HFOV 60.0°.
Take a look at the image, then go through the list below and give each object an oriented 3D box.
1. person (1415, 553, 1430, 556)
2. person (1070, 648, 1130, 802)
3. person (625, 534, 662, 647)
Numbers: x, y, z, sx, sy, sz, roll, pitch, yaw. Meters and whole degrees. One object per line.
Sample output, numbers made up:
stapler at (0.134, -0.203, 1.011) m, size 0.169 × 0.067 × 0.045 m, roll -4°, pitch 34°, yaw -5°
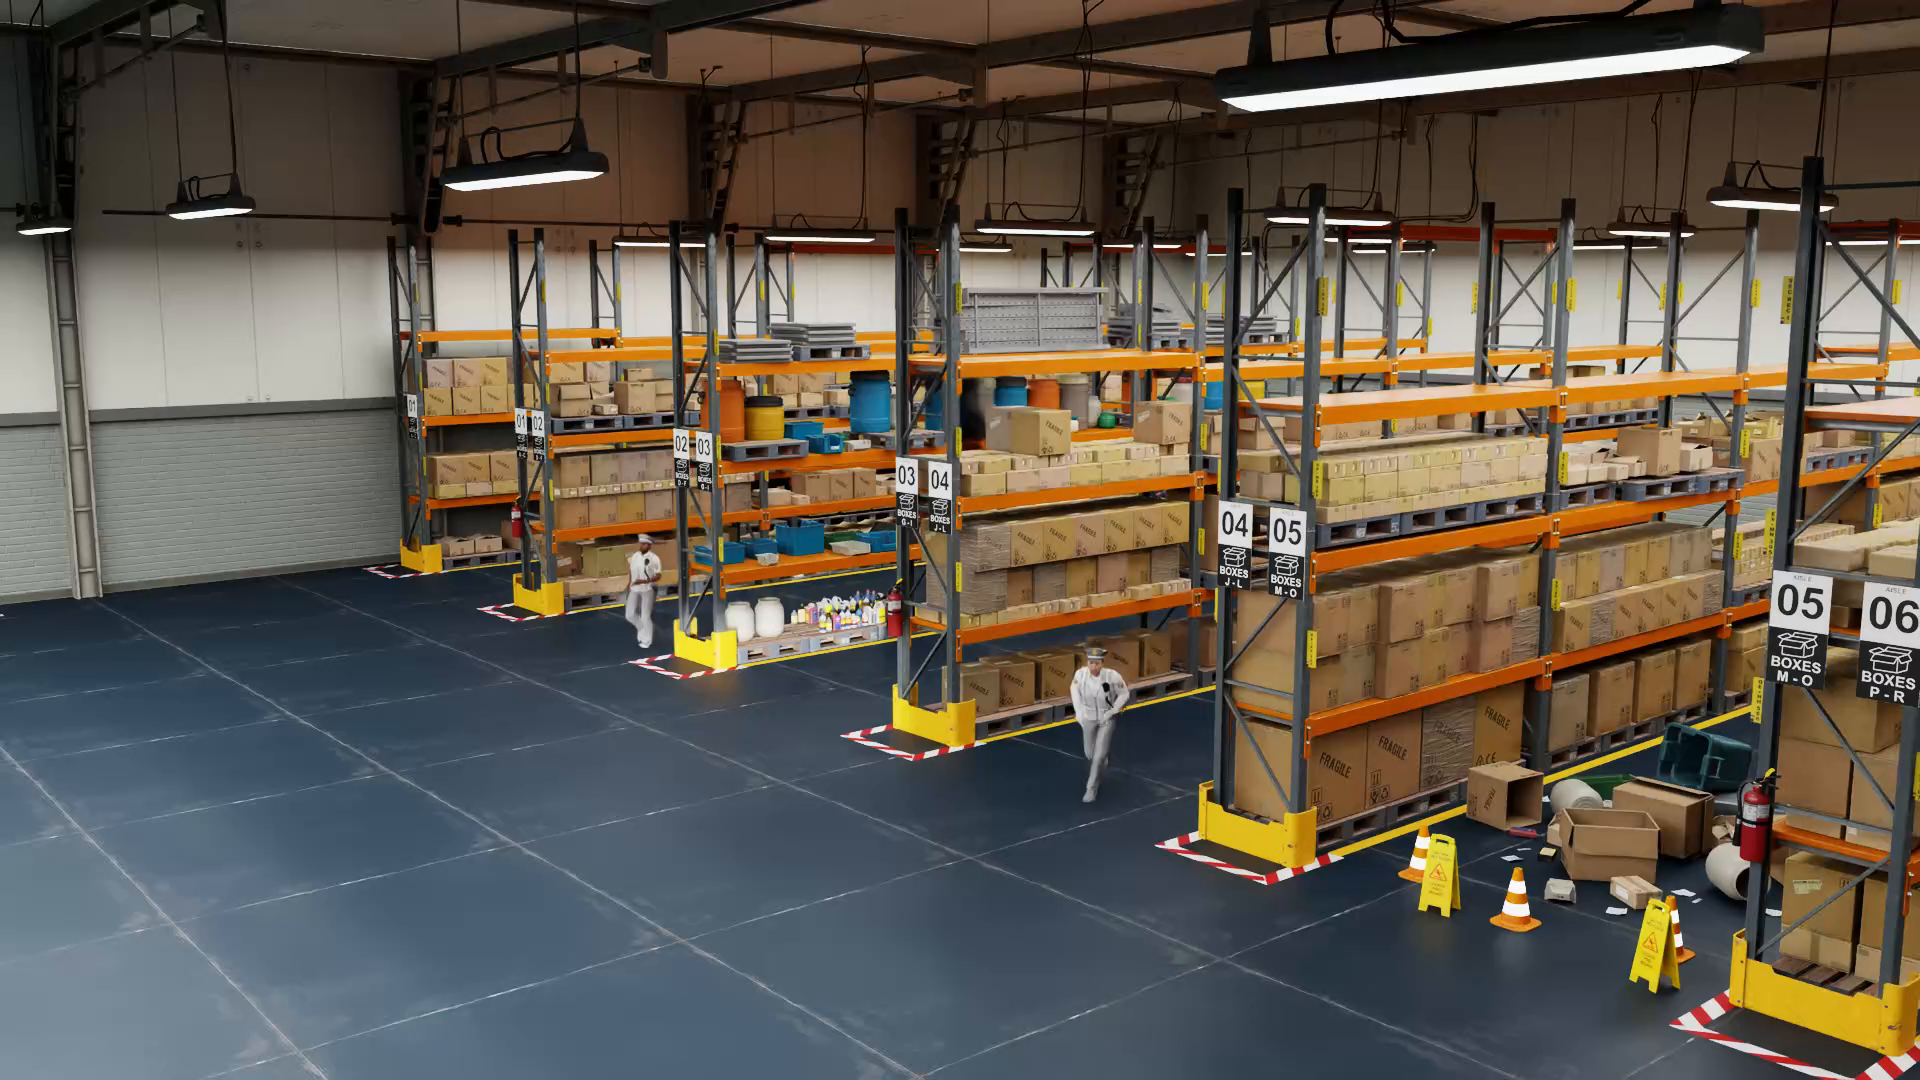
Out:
person at (6.006, 0.948, 21.677) m, size 0.677 × 1.796 × 0.972 m, roll 6°, pitch 11°, yaw 36°
person at (1.420, 1.822, 16.858) m, size 0.614 × 1.626 × 0.787 m, roll 2°, pitch 9°, yaw 12°
person at (-4.529, 0.722, 23.668) m, size 0.574 × 1.648 × 0.541 m, roll 2°, pitch 9°, yaw 15°
